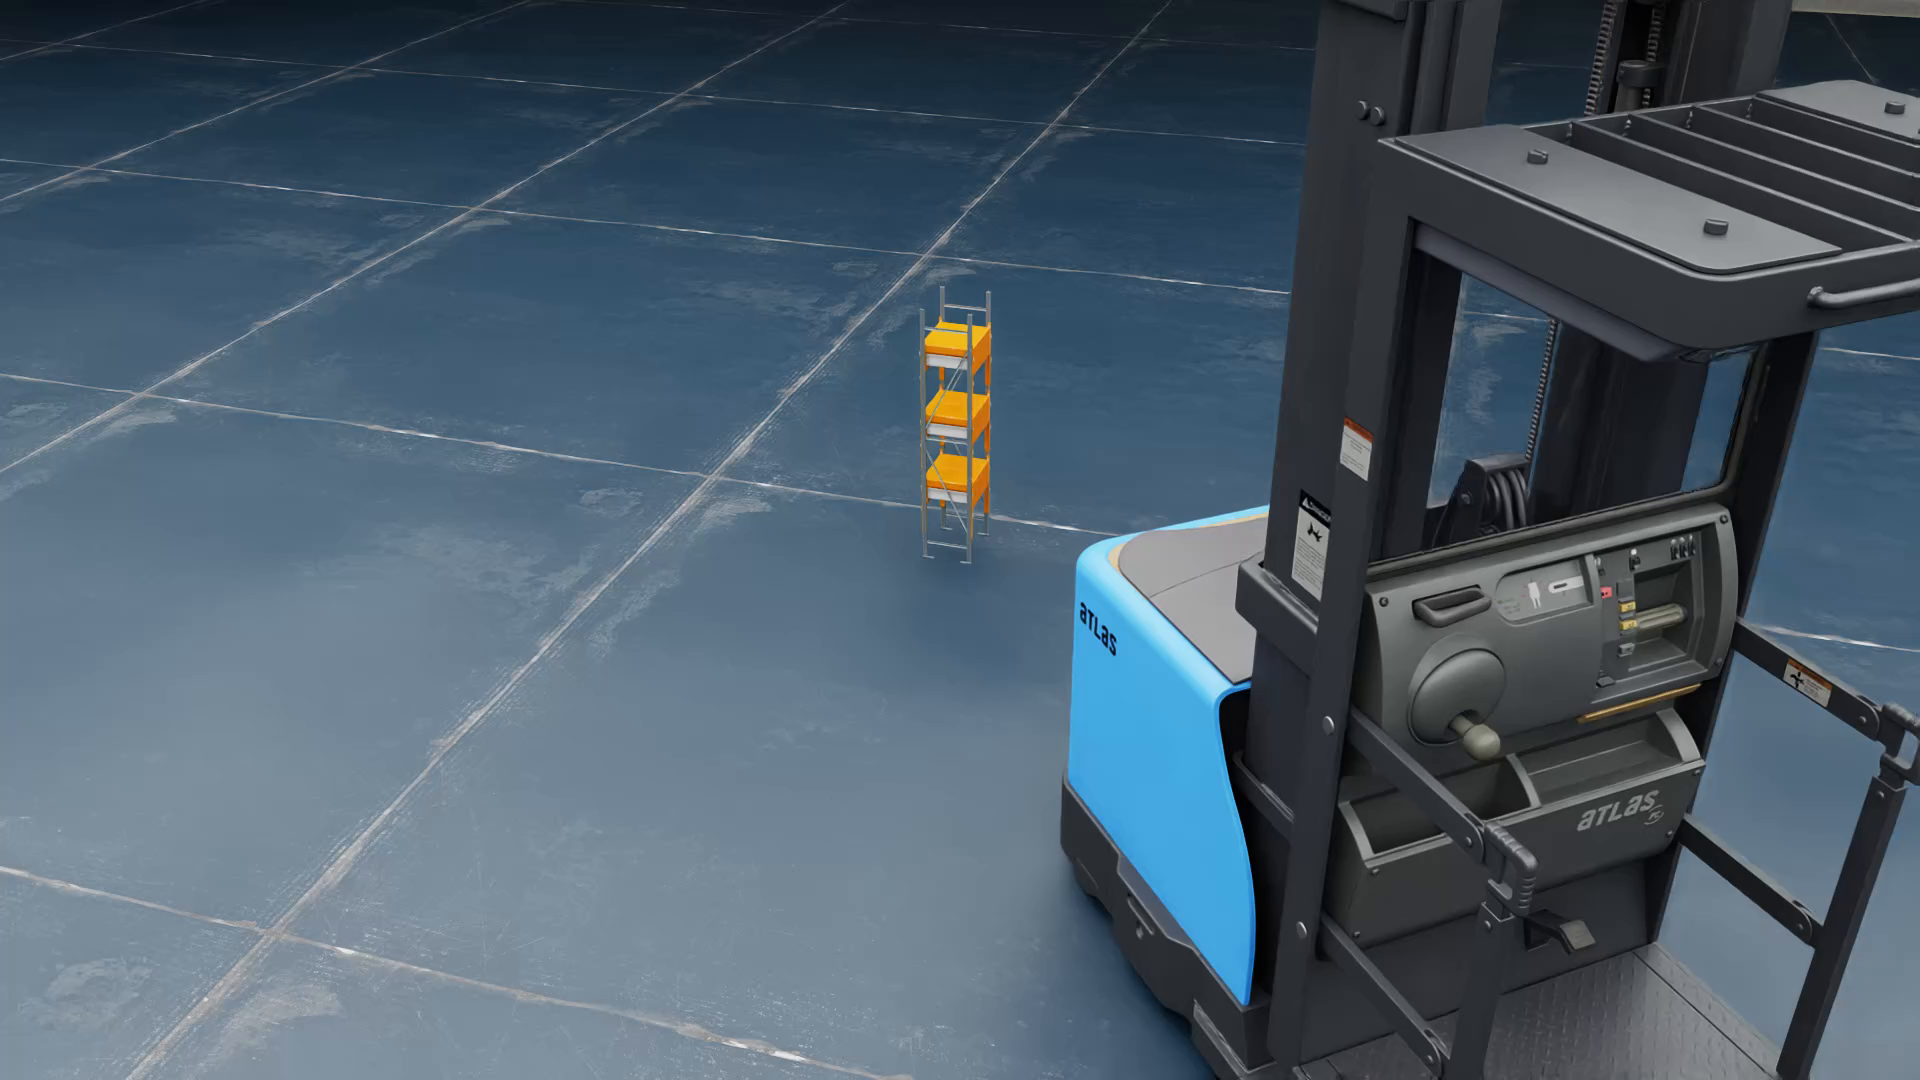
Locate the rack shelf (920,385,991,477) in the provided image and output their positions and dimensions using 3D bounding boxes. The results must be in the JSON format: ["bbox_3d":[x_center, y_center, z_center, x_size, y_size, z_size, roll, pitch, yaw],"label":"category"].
[{"bbox_3d":[-0.016,-0.425,6.455,0.215,0.259,0.240,8,30,15],"label":"rack shelf"}]

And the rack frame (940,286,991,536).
[{"bbox_3d":[0.020,-0.491,6.552,0.200,1.050,0.008,8,30,15],"label":"rack frame"}]

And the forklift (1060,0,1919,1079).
[{"bbox_3d":[1.340,0.237,3.309,1.130,2.935,3.031,-12,31,-20],"label":"forklift"}]

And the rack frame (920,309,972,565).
[{"bbox_3d":[-0.052,-0.377,6.348,0.200,1.050,0.008,8,30,15],"label":"rack frame"}]

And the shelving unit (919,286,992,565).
[{"bbox_3d":[-0.016,-0.434,6.450,0.215,1.050,0.252,8,30,15],"label":"shelving unit"}]

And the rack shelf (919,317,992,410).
[{"bbox_3d":[-0.016,-0.673,6.317,0.215,0.259,0.240,8,30,15],"label":"rack shelf"}]

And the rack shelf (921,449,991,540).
[{"bbox_3d":[-0.016,-0.182,6.590,0.215,0.259,0.240,8,30,15],"label":"rack shelf"}]
